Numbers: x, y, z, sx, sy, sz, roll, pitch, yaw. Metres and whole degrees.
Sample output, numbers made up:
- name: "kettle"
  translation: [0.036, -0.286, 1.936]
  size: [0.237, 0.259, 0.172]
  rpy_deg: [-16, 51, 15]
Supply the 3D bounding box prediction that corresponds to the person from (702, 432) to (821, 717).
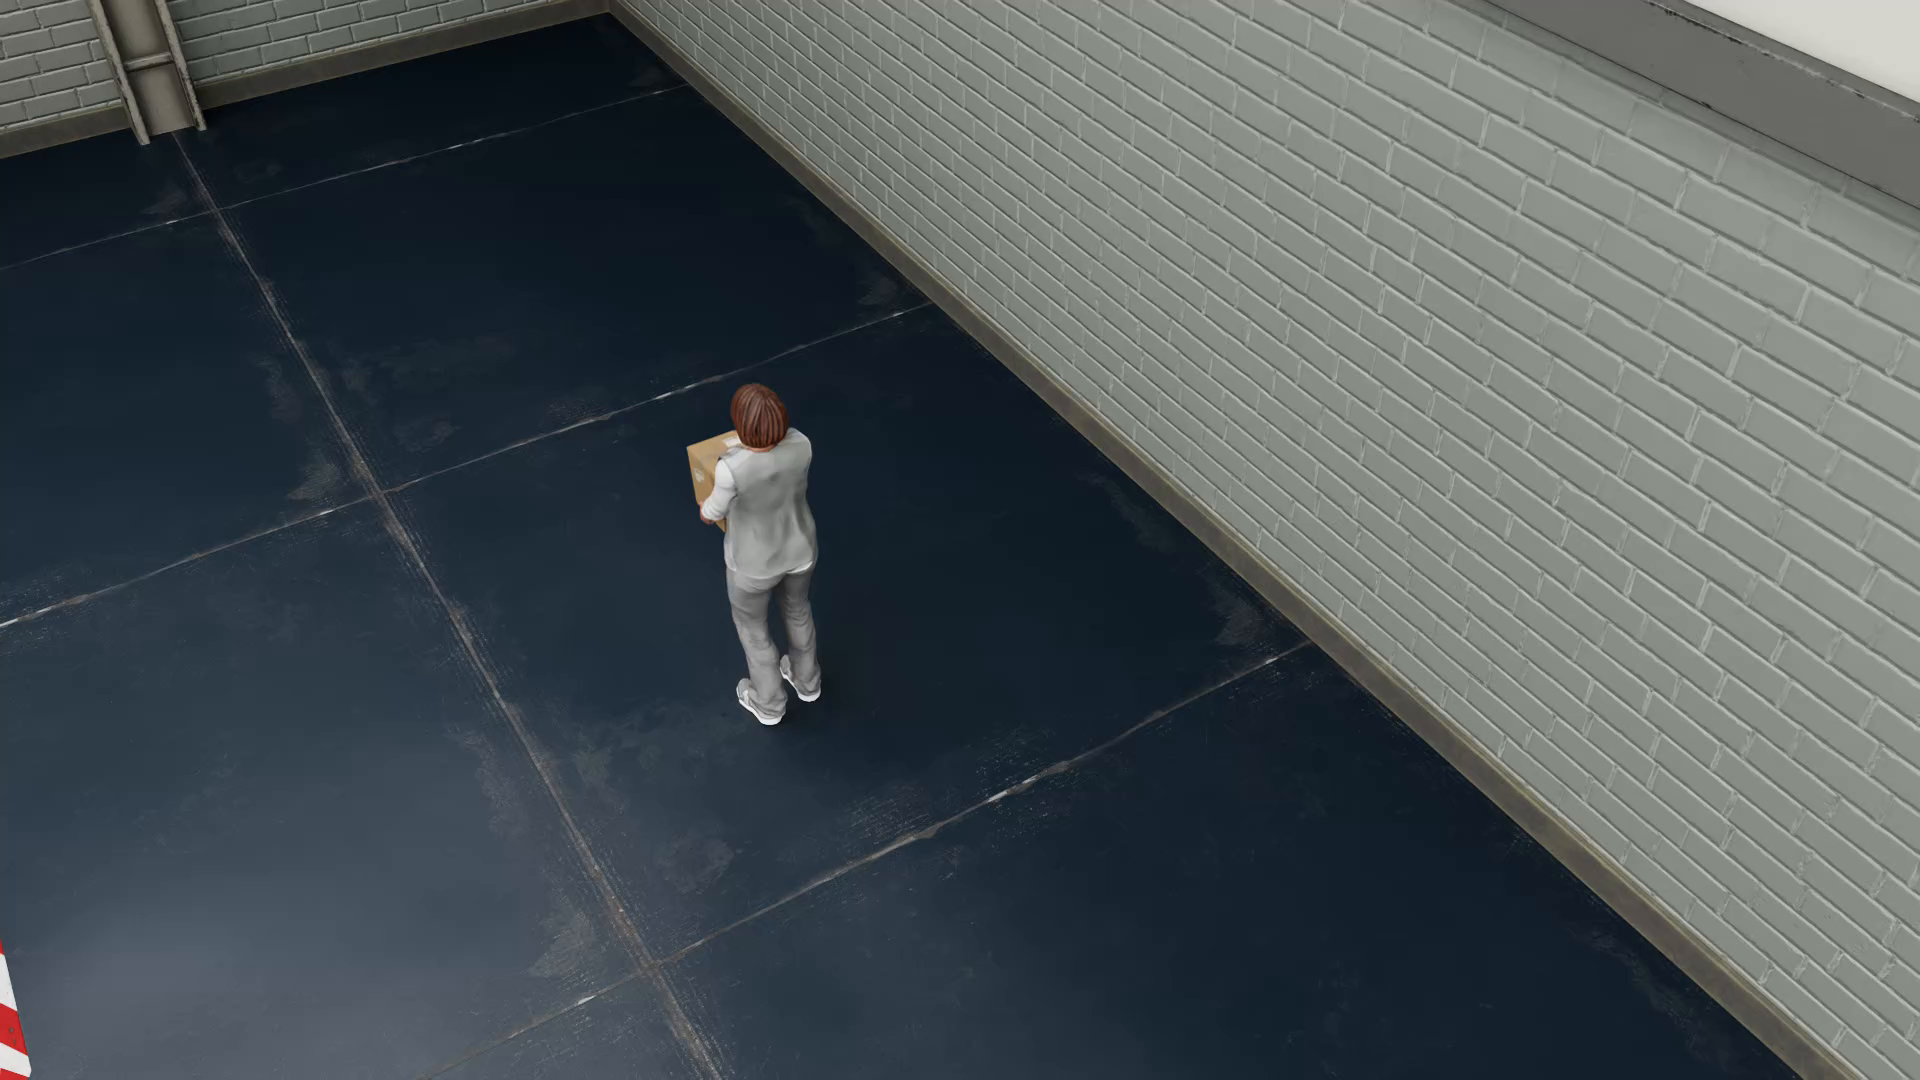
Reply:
- name: "person"
  translation: [-0.701, 0.116, 6.174]
  size: [0.406, 1.280, 0.316]
  rpy_deg: [-23, 46, -24]
